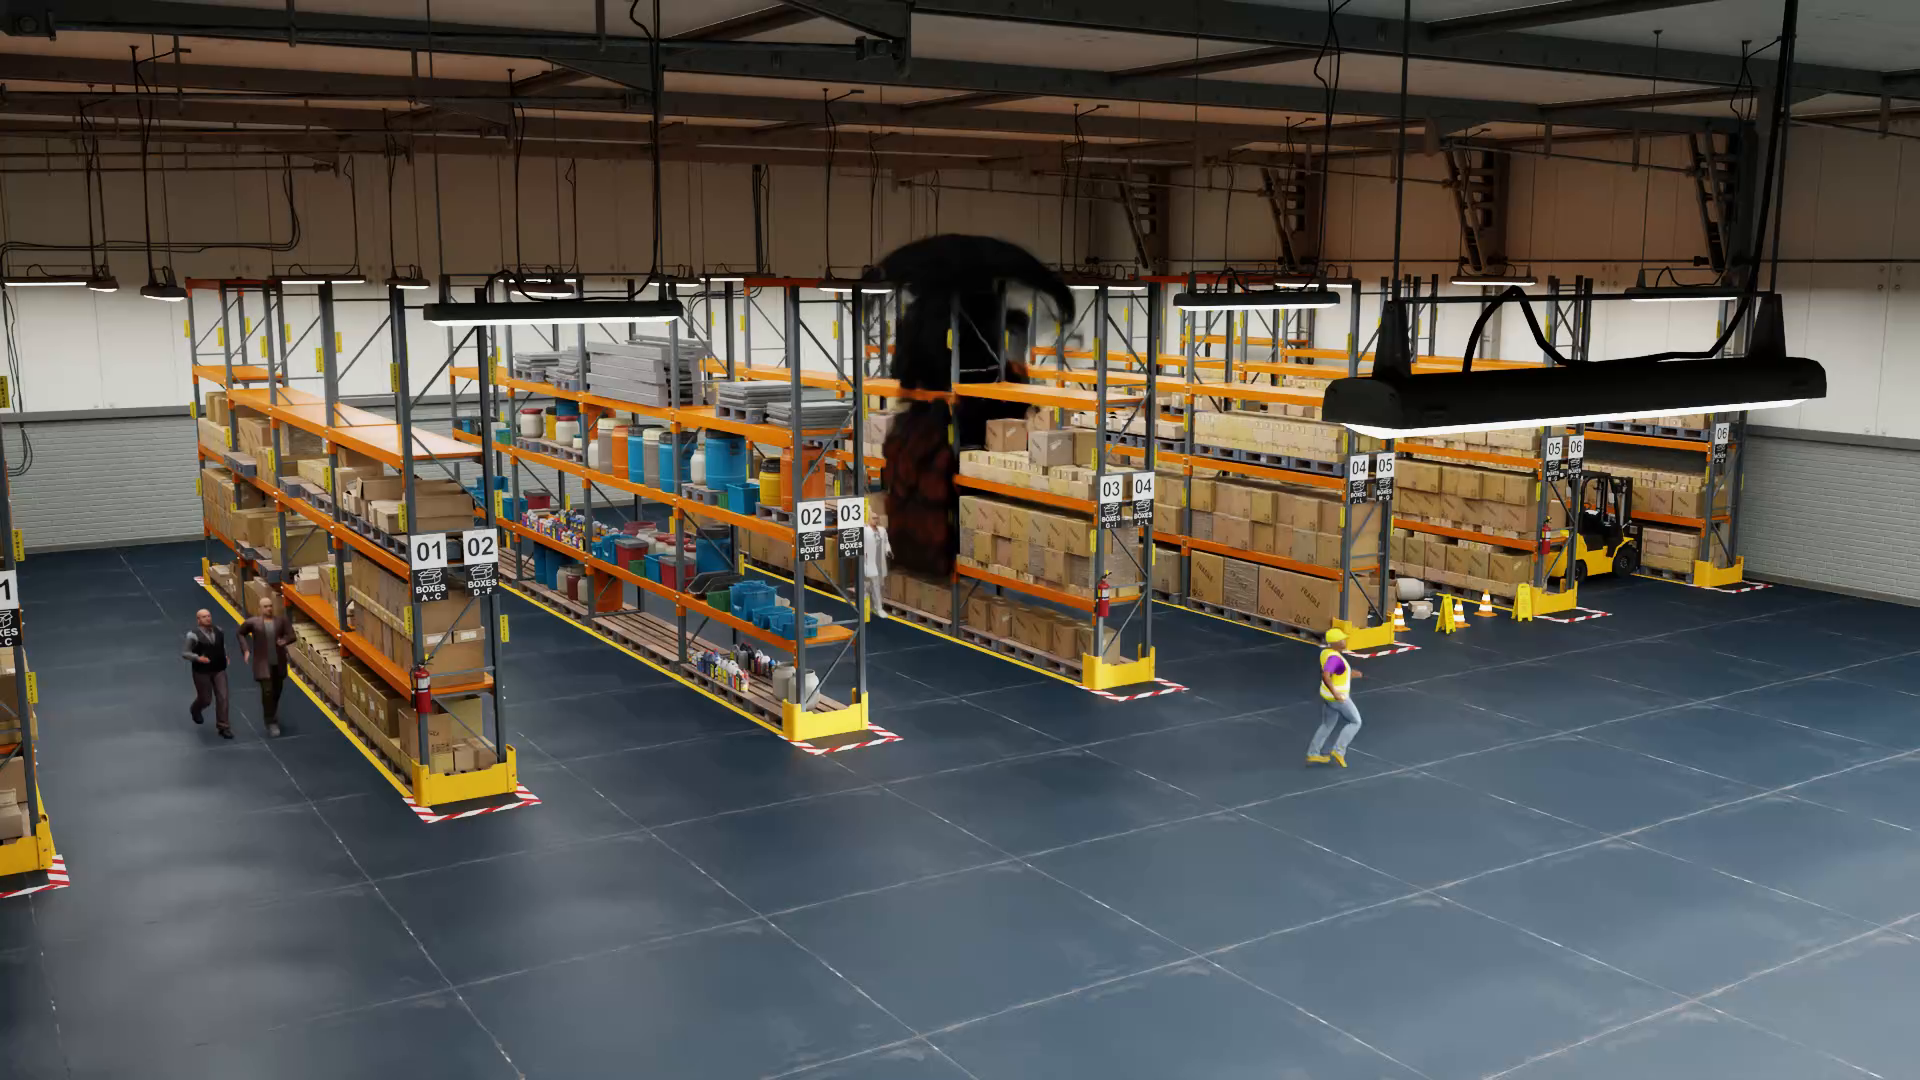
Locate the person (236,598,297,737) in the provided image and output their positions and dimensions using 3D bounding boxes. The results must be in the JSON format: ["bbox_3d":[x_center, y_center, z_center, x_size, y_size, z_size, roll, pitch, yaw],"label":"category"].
[{"bbox_3d":[-9.353,1.674,22.551,0.690,1.809,0.956,-8,12,-39],"label":"person"}]

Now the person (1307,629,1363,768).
[{"bbox_3d":[4.742,1.991,20.903,0.720,1.782,0.672,-2,10,-10],"label":"person"}]

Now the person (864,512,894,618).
[{"bbox_3d":[-1.512,0.404,28.644,0.711,1.783,0.899,-7,12,-34],"label":"person"}]

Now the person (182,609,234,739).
[{"bbox_3d":[-10.073,1.772,22.300,0.931,1.718,0.663,8,13,41],"label":"person"}]
